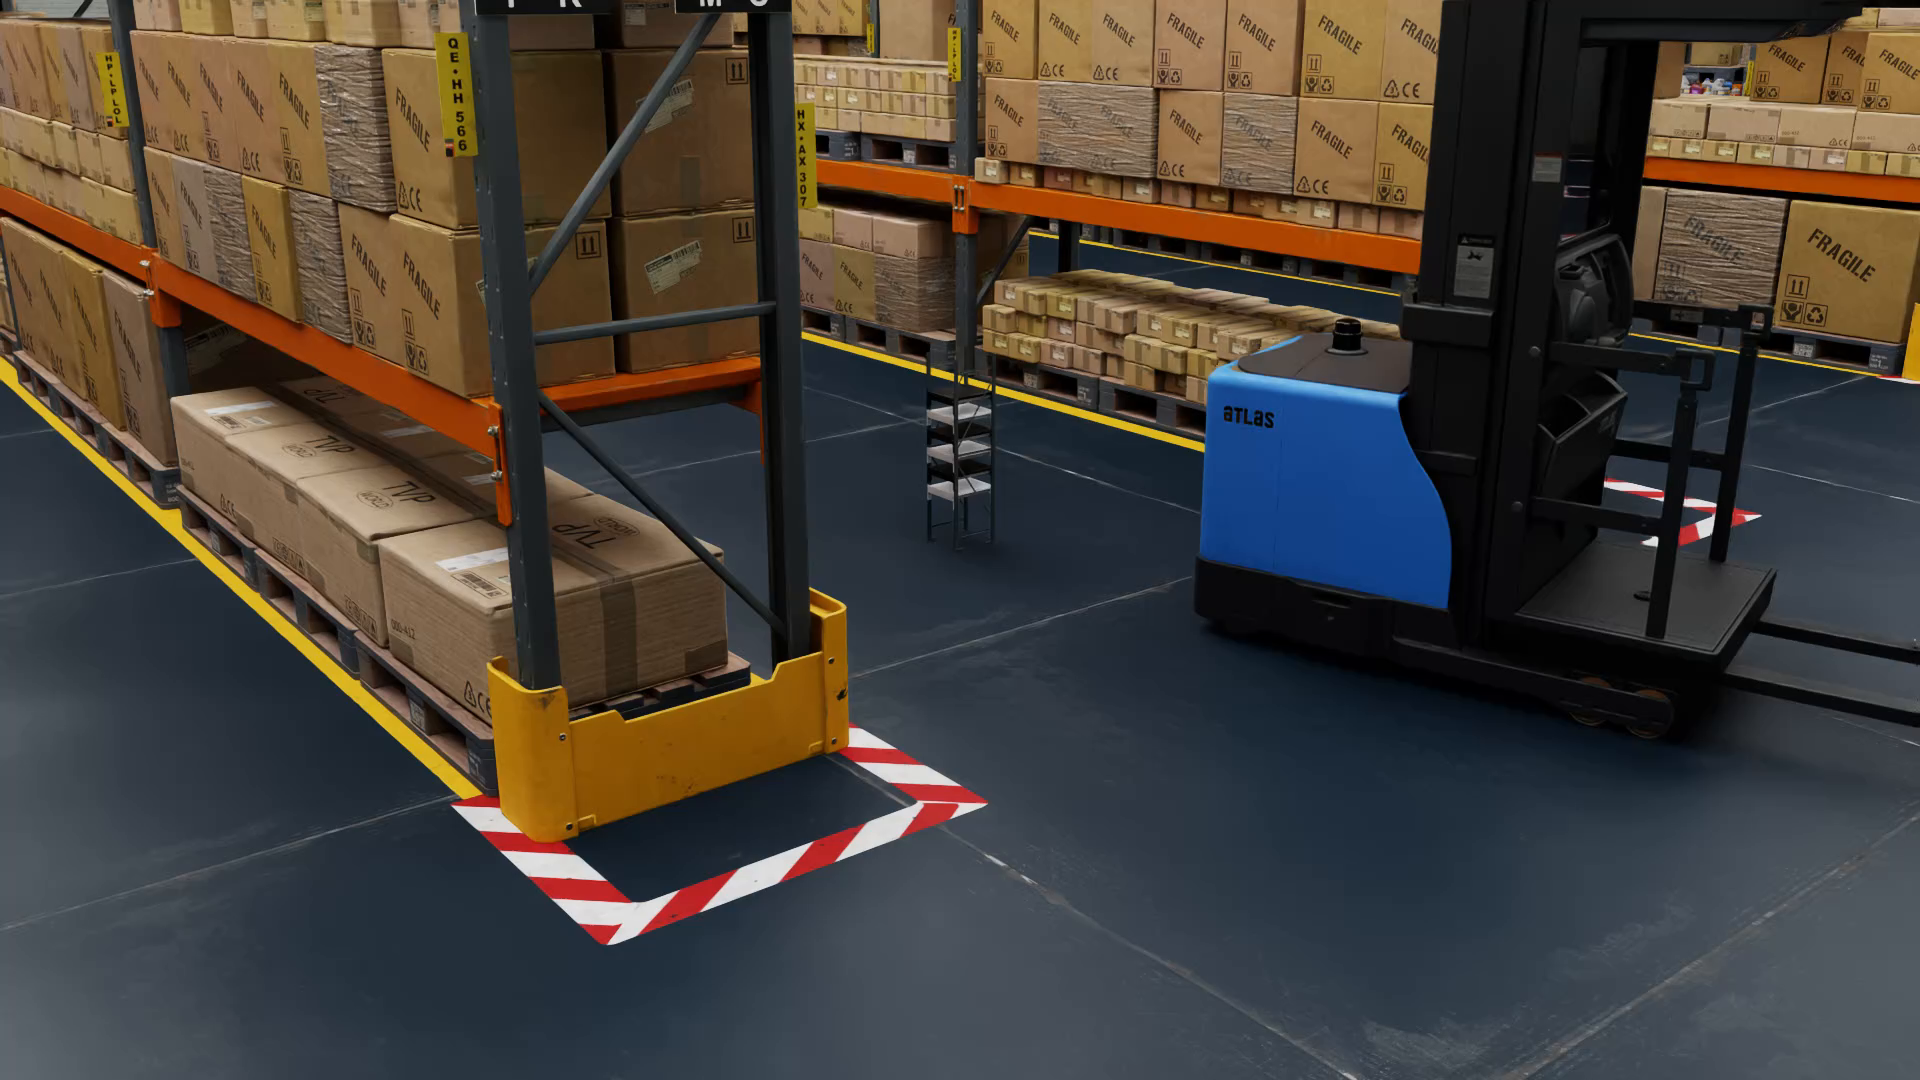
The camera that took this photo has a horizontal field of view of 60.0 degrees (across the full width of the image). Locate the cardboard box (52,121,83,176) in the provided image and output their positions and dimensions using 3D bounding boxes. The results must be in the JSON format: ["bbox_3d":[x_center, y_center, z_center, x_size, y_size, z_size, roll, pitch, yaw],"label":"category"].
[{"bbox_3d":[-4.526,-2.114,8.918,0.500,0.250,0.500,-13,23,-35],"label":"cardboard box"}]

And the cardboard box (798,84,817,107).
[{"bbox_3d":[-0.971,-3.295,12.301,0.380,0.149,0.250,-13,22,-34],"label":"cardboard box"}]

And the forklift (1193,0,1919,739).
[{"bbox_3d":[2.451,-0.891,5.891,3.031,2.935,1.130,12,22,33],"label":"forklift"}]

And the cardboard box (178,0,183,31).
[{"bbox_3d":[-3.063,-2.225,7.029,0.380,0.149,0.250,-14,23,-37],"label":"cardboard box"}]

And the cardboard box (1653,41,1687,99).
[{"bbox_3d":[5.073,-3.580,12.476,0.500,0.500,0.500,-15,23,-38],"label":"cardboard box"}]

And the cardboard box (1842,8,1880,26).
[{"bbox_3d":[13.612,-7.843,24.920,0.500,0.250,0.500,-13,23,-35],"label":"cardboard box"}]

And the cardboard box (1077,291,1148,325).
[{"bbox_3d":[0.950,-1.441,10.362,0.380,0.149,0.250,-15,23,-38],"label":"cardboard box"}]

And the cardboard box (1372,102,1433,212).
[{"bbox_3d":[2.402,-1.893,8.175,0.500,0.500,0.500,-13,23,-35],"label":"cardboard box"}]

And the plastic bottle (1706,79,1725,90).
[{"bbox_3d":[8.016,-4.759,17.660,0.152,0.276,0.135,-14,23,-36],"label":"plastic bottle"}]

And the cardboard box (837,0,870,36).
[{"bbox_3d":[-1.113,-6.264,19.786,0.500,0.500,0.500,-14,23,-36],"label":"cardboard box"}]

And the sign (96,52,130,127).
[{"bbox_3d":[-3.838,-2.042,7.542,0.100,0.325,0.005,-14,23,-36],"label":"sign"}]

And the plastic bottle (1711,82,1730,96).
[{"bbox_3d":[7.734,-4.514,16.921,0.152,0.276,0.135,-14,23,-36],"label":"plastic bottle"}]

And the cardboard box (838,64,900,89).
[{"bbox_3d":[-0.643,-3.309,11.868,0.380,0.149,0.250,-15,23,-38],"label":"cardboard box"}]

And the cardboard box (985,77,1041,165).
[{"bbox_3d":[0.509,-2.647,10.452,0.500,0.500,0.500,-14,23,-37],"label":"cardboard box"}]

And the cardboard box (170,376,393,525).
[{"bbox_3d":[-3.113,-0.446,7.845,0.875,0.438,0.875,-14,23,-37],"label":"cardboard box"}]

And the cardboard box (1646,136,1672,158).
[{"bbox_3d":[5.242,-2.932,12.344,0.380,0.149,0.250,-15,23,-38],"label":"cardboard box"}]

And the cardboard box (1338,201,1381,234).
[{"bbox_3d":[2.166,-1.677,8.555,0.380,0.149,0.250,-14,23,-37],"label":"cardboard box"}]

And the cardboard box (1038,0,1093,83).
[{"bbox_3d":[0.822,-3.009,9.956,0.500,0.500,0.500,-15,23,-38],"label":"cardboard box"}]

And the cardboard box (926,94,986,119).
[{"bbox_3d":[-0.003,-2.910,11.138,0.380,0.149,0.250,-13,22,-34],"label":"cardboard box"}]

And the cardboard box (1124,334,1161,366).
[{"bbox_3d":[1.205,-1.153,9.967,0.380,0.149,0.250,-14,23,-37],"label":"cardboard box"}]

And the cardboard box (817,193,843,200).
[{"bbox_3d":[-1.234,-2.517,12.808,0.500,0.250,0.500,-14,23,-36],"label":"cardboard box"}]

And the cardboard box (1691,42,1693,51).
[{"bbox_3d":[12.095,-8.273,27.216,0.700,0.500,0.500,-10,21,-29],"label":"cardboard box"}]

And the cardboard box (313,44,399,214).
[{"bbox_3d":[-1.769,-1.370,5.479,0.500,0.500,0.500,-14,23,-36],"label":"cardboard box"}]

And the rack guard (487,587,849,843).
[{"bbox_3d":[-0.920,0.540,5.437,1.175,0.500,0.348,-14,23,-36],"label":"rack guard"}]

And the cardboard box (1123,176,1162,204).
[{"bbox_3d":[1.174,-2.061,9.716,0.380,0.149,0.250,-13,22,-34],"label":"cardboard box"}]

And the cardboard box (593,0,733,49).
[{"bbox_3d":[-0.939,-1.624,5.214,0.380,0.149,0.250,-13,23,-35],"label":"cardboard box"}]

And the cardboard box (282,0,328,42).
[{"bbox_3d":[-2.150,-1.836,5.853,0.380,0.149,0.250,-13,23,-35],"label":"cardboard box"}]

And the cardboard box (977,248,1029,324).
[{"bbox_3d":[0.148,-1.876,12.065,0.500,0.500,0.500,-13,22,-34],"label":"cardboard box"}]

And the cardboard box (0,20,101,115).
[{"bbox_3d":[-5.163,-2.726,9.574,0.500,0.500,0.500,-13,22,-35],"label":"cardboard box"}]

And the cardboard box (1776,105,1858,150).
[{"bbox_3d":[6.010,-2.850,11.462,0.500,0.250,0.500,-14,23,-37],"label":"cardboard box"}]

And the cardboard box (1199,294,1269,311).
[{"bbox_3d":[1.691,-1.414,10.281,0.380,0.149,0.250,-15,24,-38],"label":"cardboard box"}]

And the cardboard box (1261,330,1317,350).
[{"bbox_3d":[1.873,-1.041,9.157,0.380,0.149,0.250,-15,24,-38],"label":"cardboard box"}]

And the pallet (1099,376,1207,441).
[{"bbox_3d":[1.605,-0.846,10.082,1.003,0.211,1.213,-14,23,-36],"label":"pallet"}]

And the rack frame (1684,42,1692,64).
[{"bbox_3d":[9.634,-6.491,22.692,1.000,3.000,0.127,-14,23,-36],"label":"rack frame"}]

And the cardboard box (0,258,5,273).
[{"bbox_3d":[-6.710,-1.897,12.333,0.950,0.372,0.625,-15,23,-37],"label":"cardboard box"}]

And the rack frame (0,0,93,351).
[{"bbox_3d":[-5.902,-2.624,11.015,1.000,3.000,0.127,-14,23,-36],"label":"rack frame"}]

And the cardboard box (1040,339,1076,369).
[{"bbox_3d":[0.733,-1.206,10.601,0.380,0.149,0.250,-14,23,-36],"label":"cardboard box"}]

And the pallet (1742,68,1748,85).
[{"bbox_3d":[10.845,-5.921,21.278,1.003,0.211,1.213,-14,23,-36],"label":"pallet"}]

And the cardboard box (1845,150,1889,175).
[{"bbox_3d":[6.191,-2.555,11.206,0.380,0.149,0.250,-14,23,-36],"label":"cardboard box"}]

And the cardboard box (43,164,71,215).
[{"bbox_3d":[-4.833,-2.009,9.396,0.500,0.250,0.500,-14,23,-36],"label":"cardboard box"}]

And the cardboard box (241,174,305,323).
[{"bbox_3d":[-2.400,-1.144,6.385,0.500,0.500,0.500,-13,22,-35],"label":"cardboard box"}]

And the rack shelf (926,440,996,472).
[{"bbox_3d":[0.005,-0.394,7.725,0.258,0.077,0.200,-14,23,-36],"label":"rack shelf"}]

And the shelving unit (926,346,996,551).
[{"bbox_3d":[0.005,-0.425,7.715,0.258,0.900,0.210,-14,23,-36],"label":"shelving unit"}]

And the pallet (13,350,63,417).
[{"bbox_3d":[-5.472,-1.091,10.822,1.003,0.211,1.213,-14,23,-36],"label":"pallet"}]

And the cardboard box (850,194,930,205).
[{"bbox_3d":[-0.499,-2.489,12.723,0.500,0.250,0.500,-13,22,-34],"label":"cardboard box"}]

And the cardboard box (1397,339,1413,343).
[{"bbox_3d":[2.558,-1.012,9.068,0.380,0.149,0.250,-13,23,-35],"label":"cardboard box"}]

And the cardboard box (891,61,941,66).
[{"bbox_3d":[-0.289,-3.497,12.437,0.380,0.149,0.250,-13,22,-34],"label":"cardboard box"}]

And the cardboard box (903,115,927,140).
[{"bbox_3d":[-0.165,-2.833,11.377,0.380,0.149,0.250,-14,23,-36],"label":"cardboard box"}]

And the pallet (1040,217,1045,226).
[{"bbox_3d":[0.629,-3.728,18.784,1.003,0.211,1.213,-14,23,-36],"label":"pallet"}]

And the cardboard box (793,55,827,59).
[{"bbox_3d":[-1.267,-3.884,13.605,0.380,0.149,0.250,-14,23,-37],"label":"cardboard box"}]

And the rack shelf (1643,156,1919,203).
[{"bbox_3d":[5.591,-2.738,12.504,1.077,0.370,4.000,-14,23,-36],"label":"rack shelf"}]

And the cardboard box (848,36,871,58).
[{"bbox_3d":[-0.848,-5.855,20.142,0.875,0.500,0.500,-14,23,-36],"label":"cardboard box"}]
